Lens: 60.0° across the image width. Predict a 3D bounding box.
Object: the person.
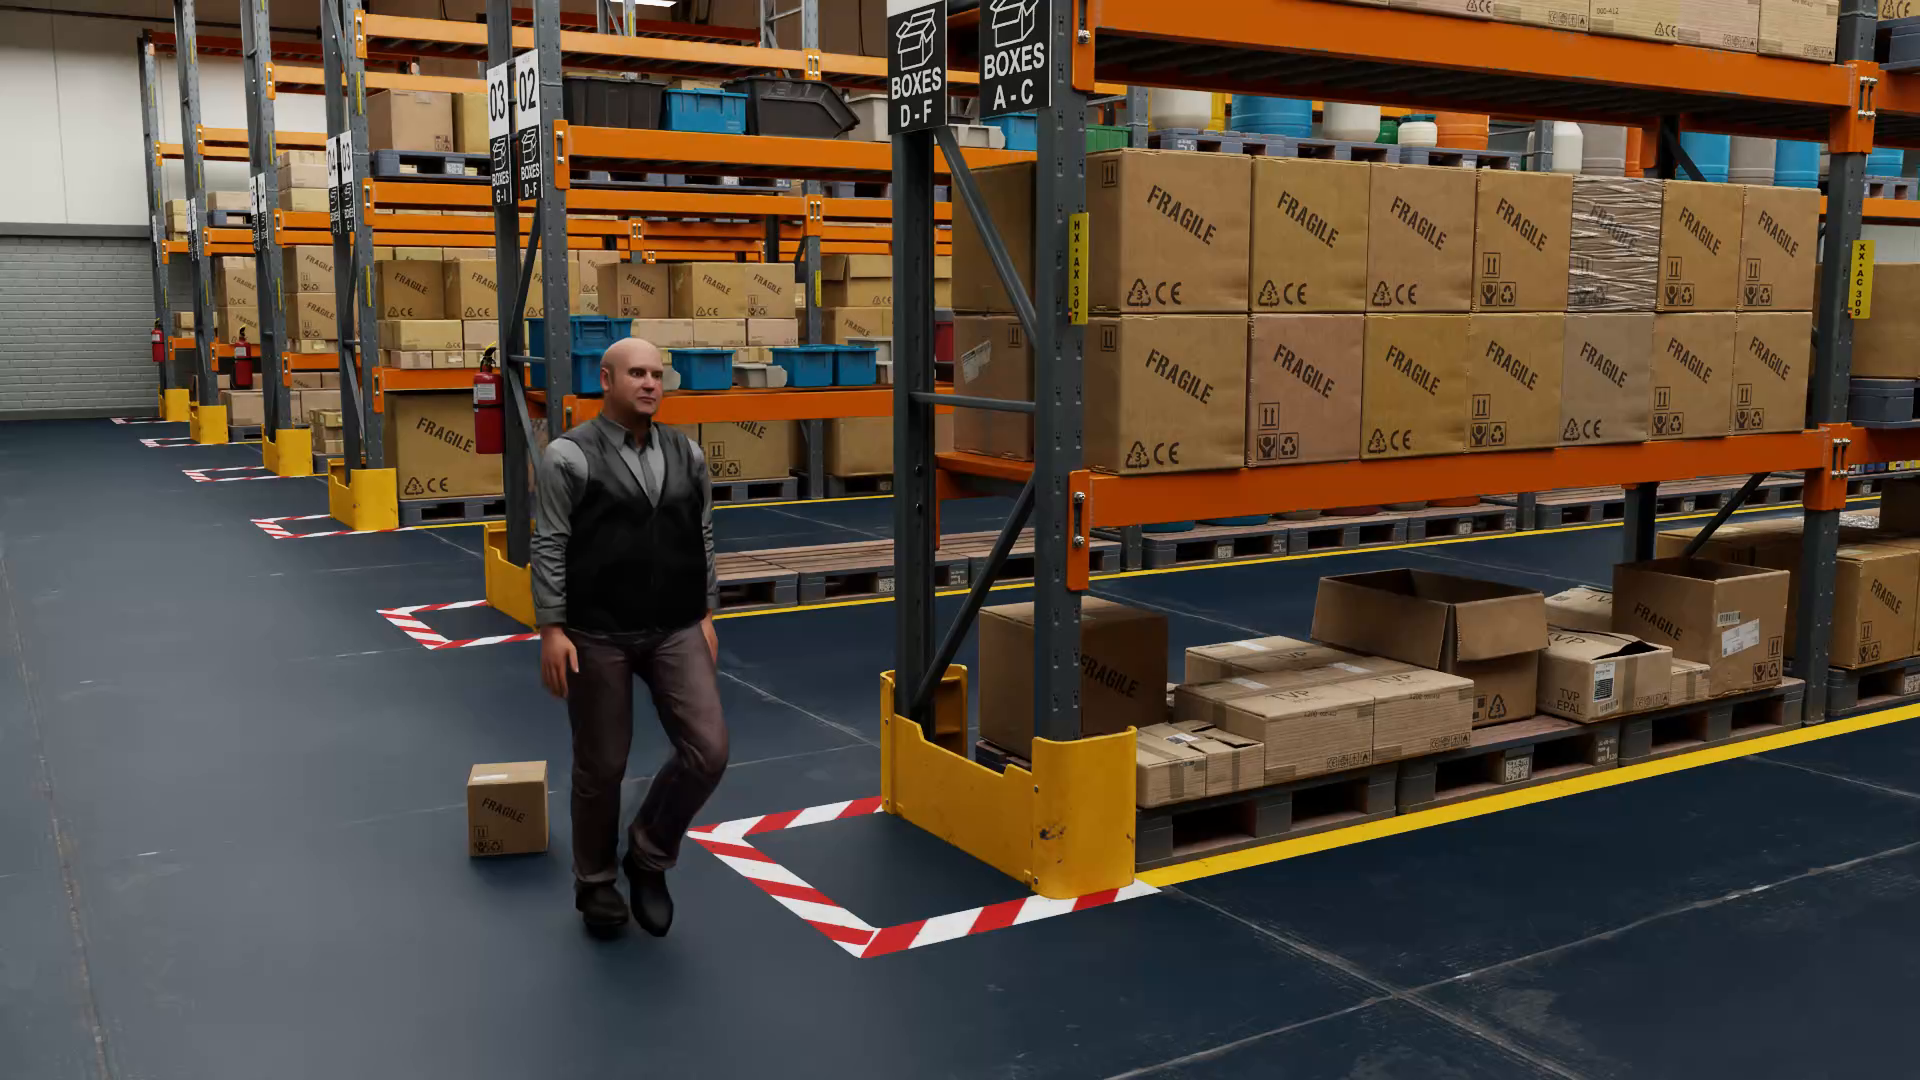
[{"bbox_3d":[-0.933,0.290,4.796,0.585,1.731,0.524,-5,10,-32],"label":"person"}]
